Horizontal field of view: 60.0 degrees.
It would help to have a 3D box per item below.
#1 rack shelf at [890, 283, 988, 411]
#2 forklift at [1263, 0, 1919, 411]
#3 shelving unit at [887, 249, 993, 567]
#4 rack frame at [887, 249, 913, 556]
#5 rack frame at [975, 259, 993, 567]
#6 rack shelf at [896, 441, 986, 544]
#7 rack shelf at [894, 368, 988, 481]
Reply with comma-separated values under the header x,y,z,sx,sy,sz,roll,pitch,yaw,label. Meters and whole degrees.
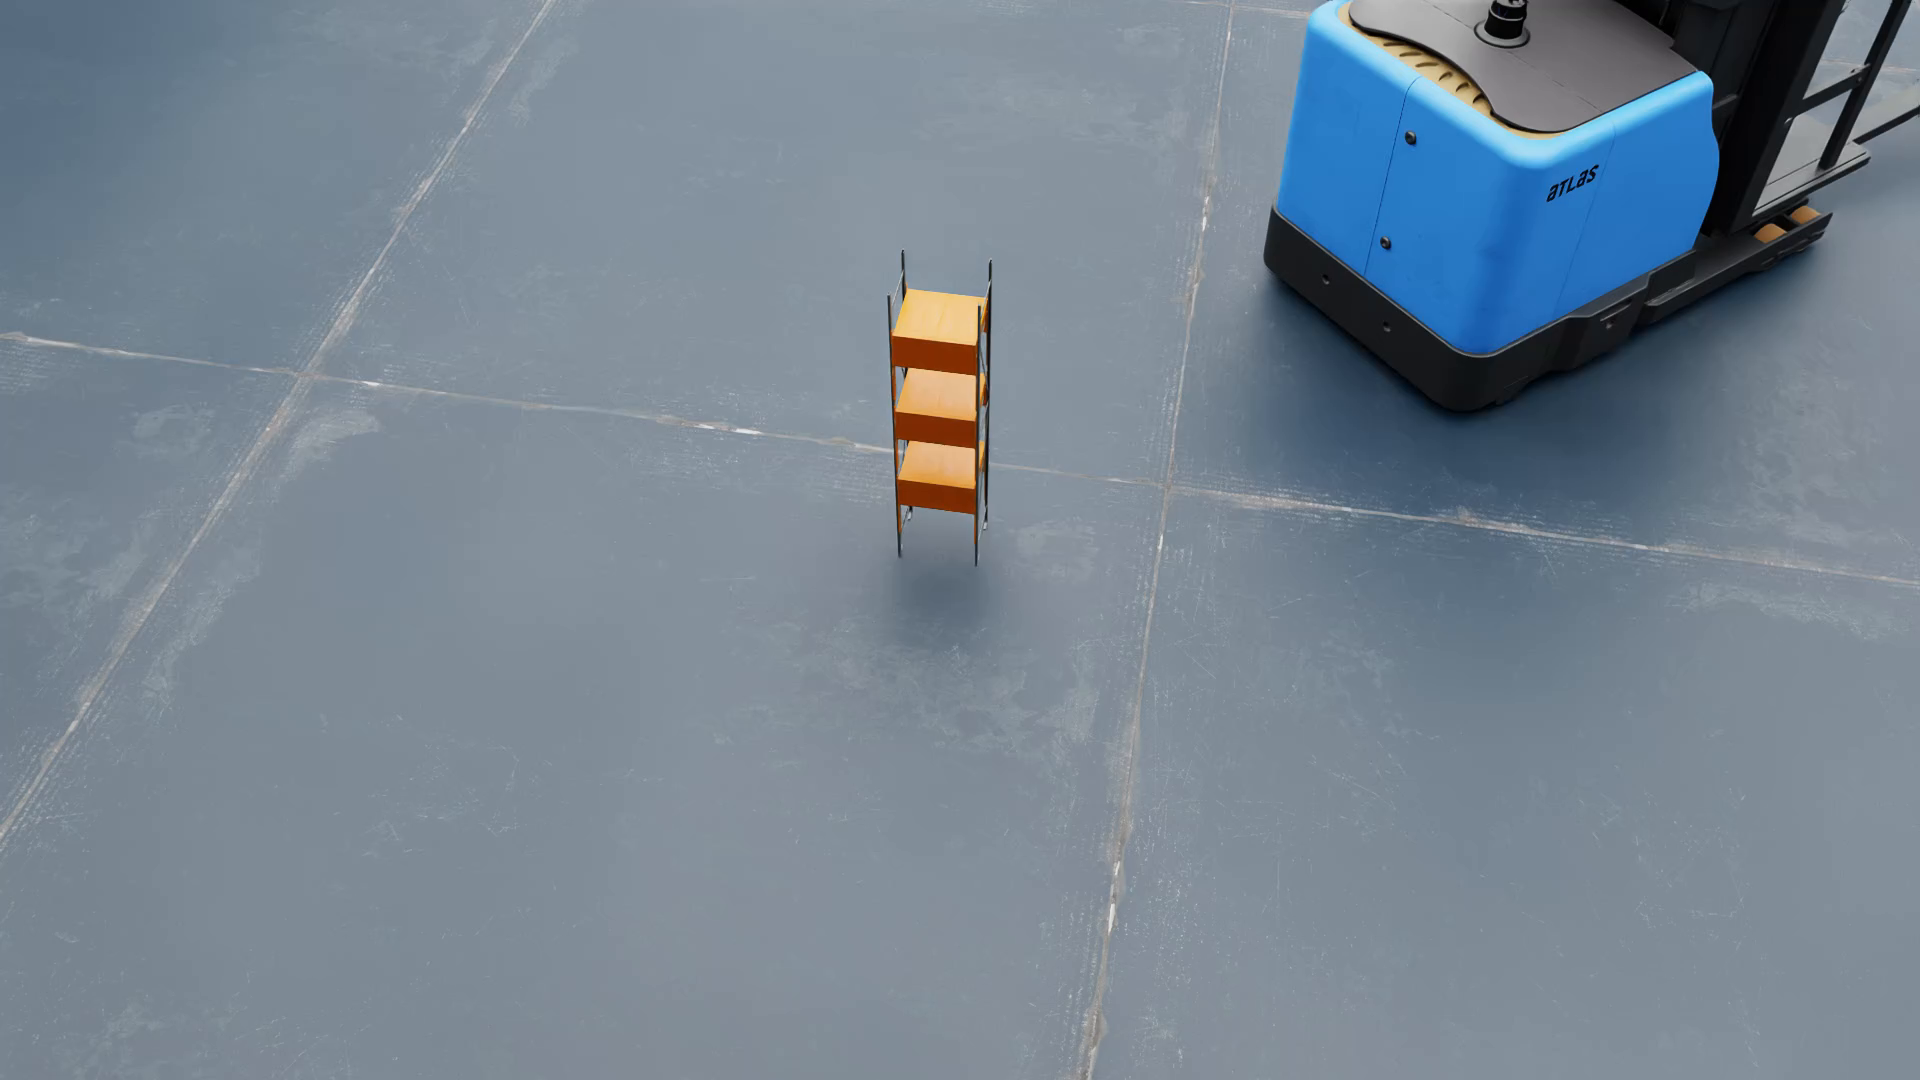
x,y,z,sx,sy,sz,roll,pitch,yaw,label
-0.053,-0.541,4.663,0.240,0.259,0.215,8,49,7,rack shelf
2.618,-2.279,5.328,3.031,2.935,1.130,-26,53,-22,forklift
-0.053,-0.358,4.866,0.252,1.050,0.215,8,49,7,shelving unit
-0.173,-0.374,4.880,0.008,1.050,0.200,8,49,7,rack frame
0.067,-0.342,4.851,0.008,1.050,0.200,8,49,7,rack frame
-0.053,-0.165,5.080,0.240,0.259,0.215,8,49,7,rack shelf
-0.053,-0.351,4.874,0.240,0.259,0.215,8,49,7,rack shelf
